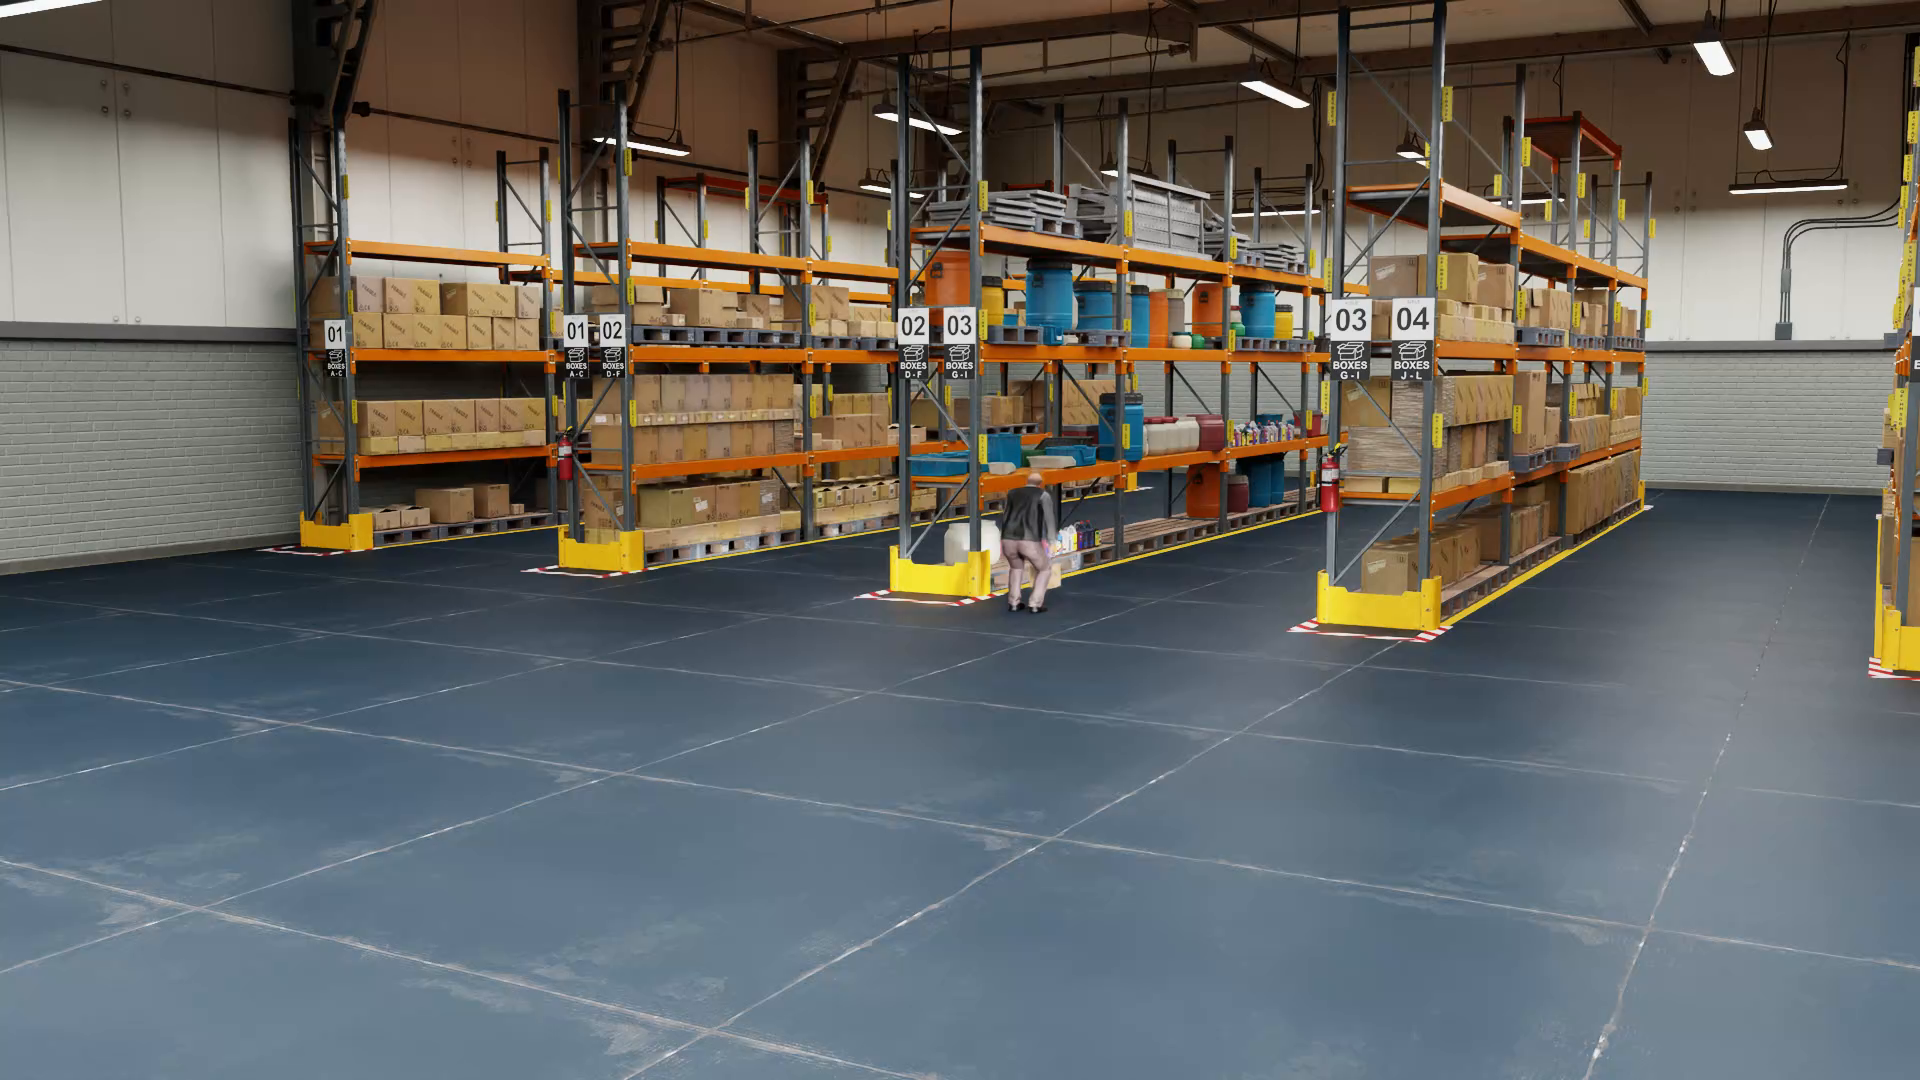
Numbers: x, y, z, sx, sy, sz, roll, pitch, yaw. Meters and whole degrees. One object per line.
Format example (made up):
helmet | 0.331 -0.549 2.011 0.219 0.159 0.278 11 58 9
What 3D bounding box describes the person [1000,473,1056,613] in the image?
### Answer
person | 0.683 0.086 17.420 0.591 1.317 0.689 3 7 29
